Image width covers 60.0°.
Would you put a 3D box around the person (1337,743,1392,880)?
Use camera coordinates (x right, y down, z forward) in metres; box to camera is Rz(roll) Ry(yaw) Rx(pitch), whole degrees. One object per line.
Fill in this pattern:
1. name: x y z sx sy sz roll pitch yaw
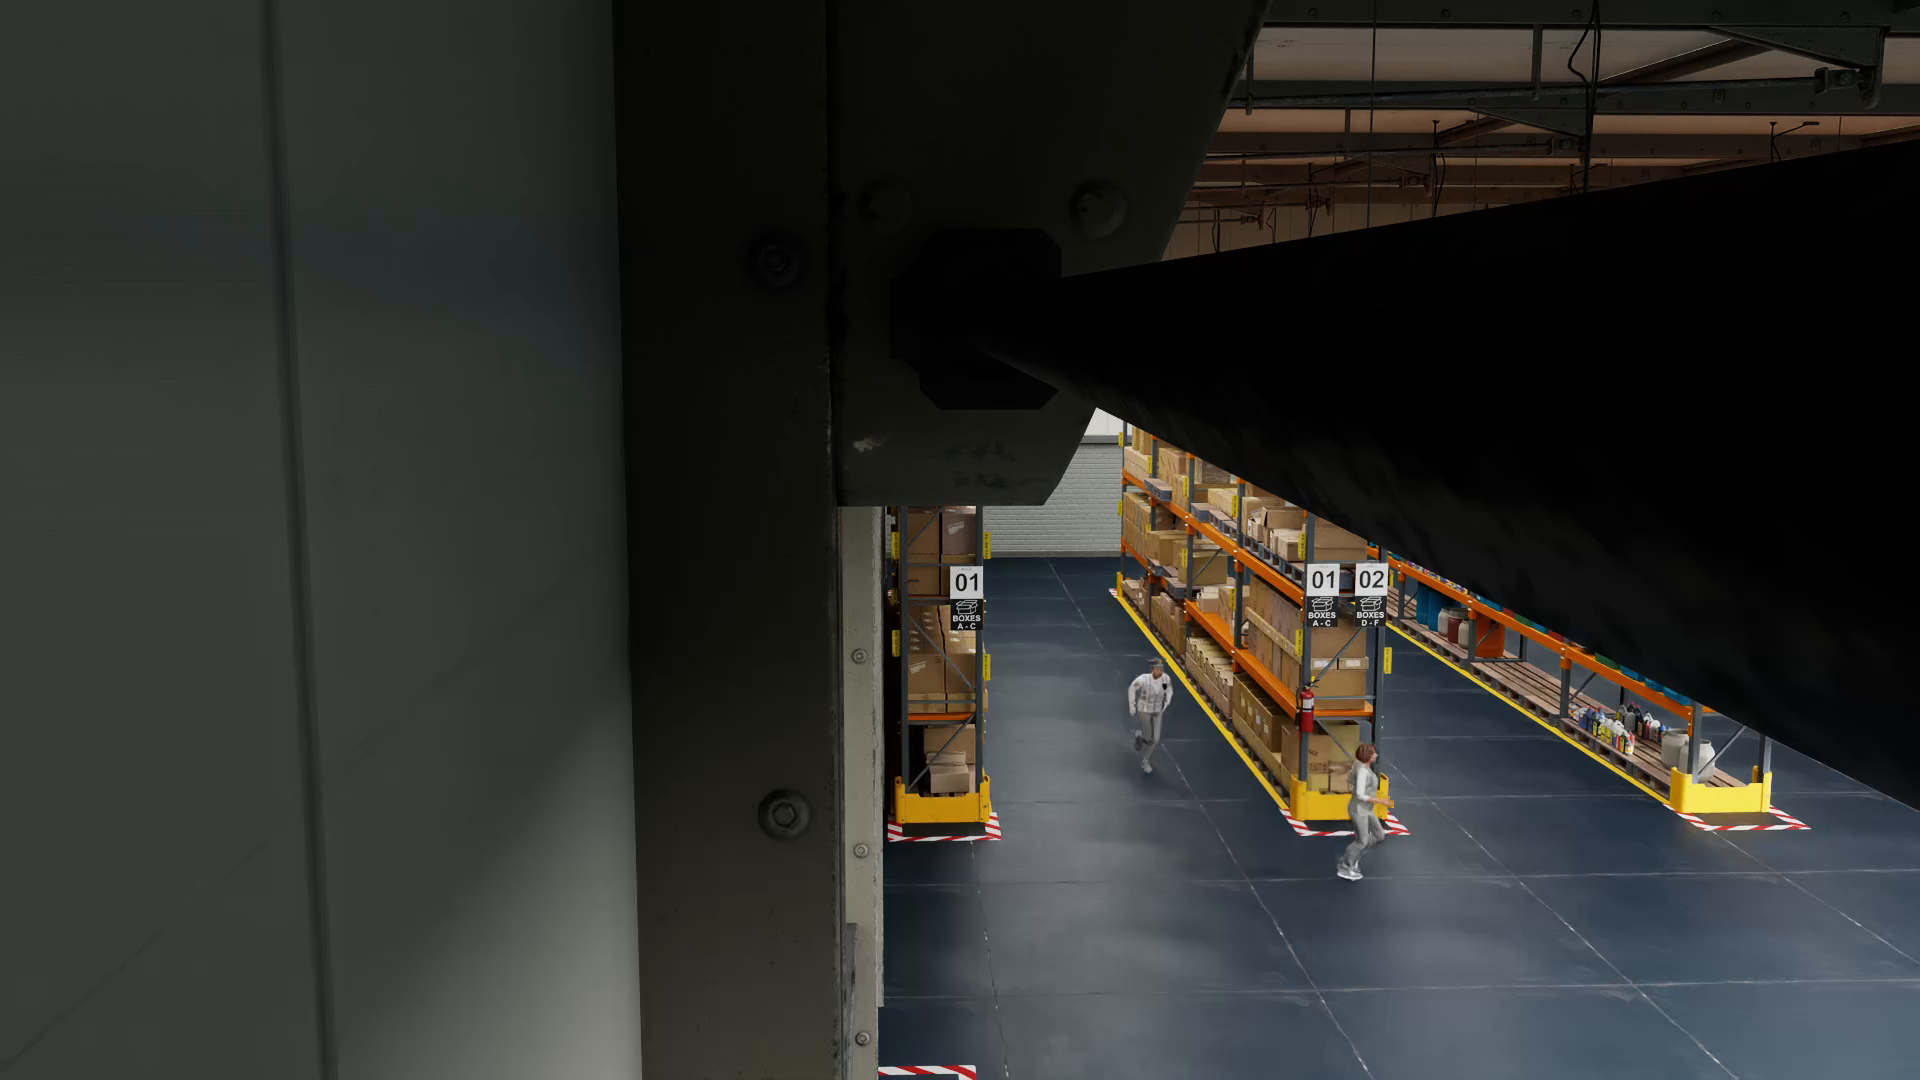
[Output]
1. person: 4.452 2.993 18.287 0.576 1.561 0.534 3 9 19

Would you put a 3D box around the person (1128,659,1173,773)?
1. person: 2.597 2.363 22.815 0.611 1.623 0.723 -3 8 -19
